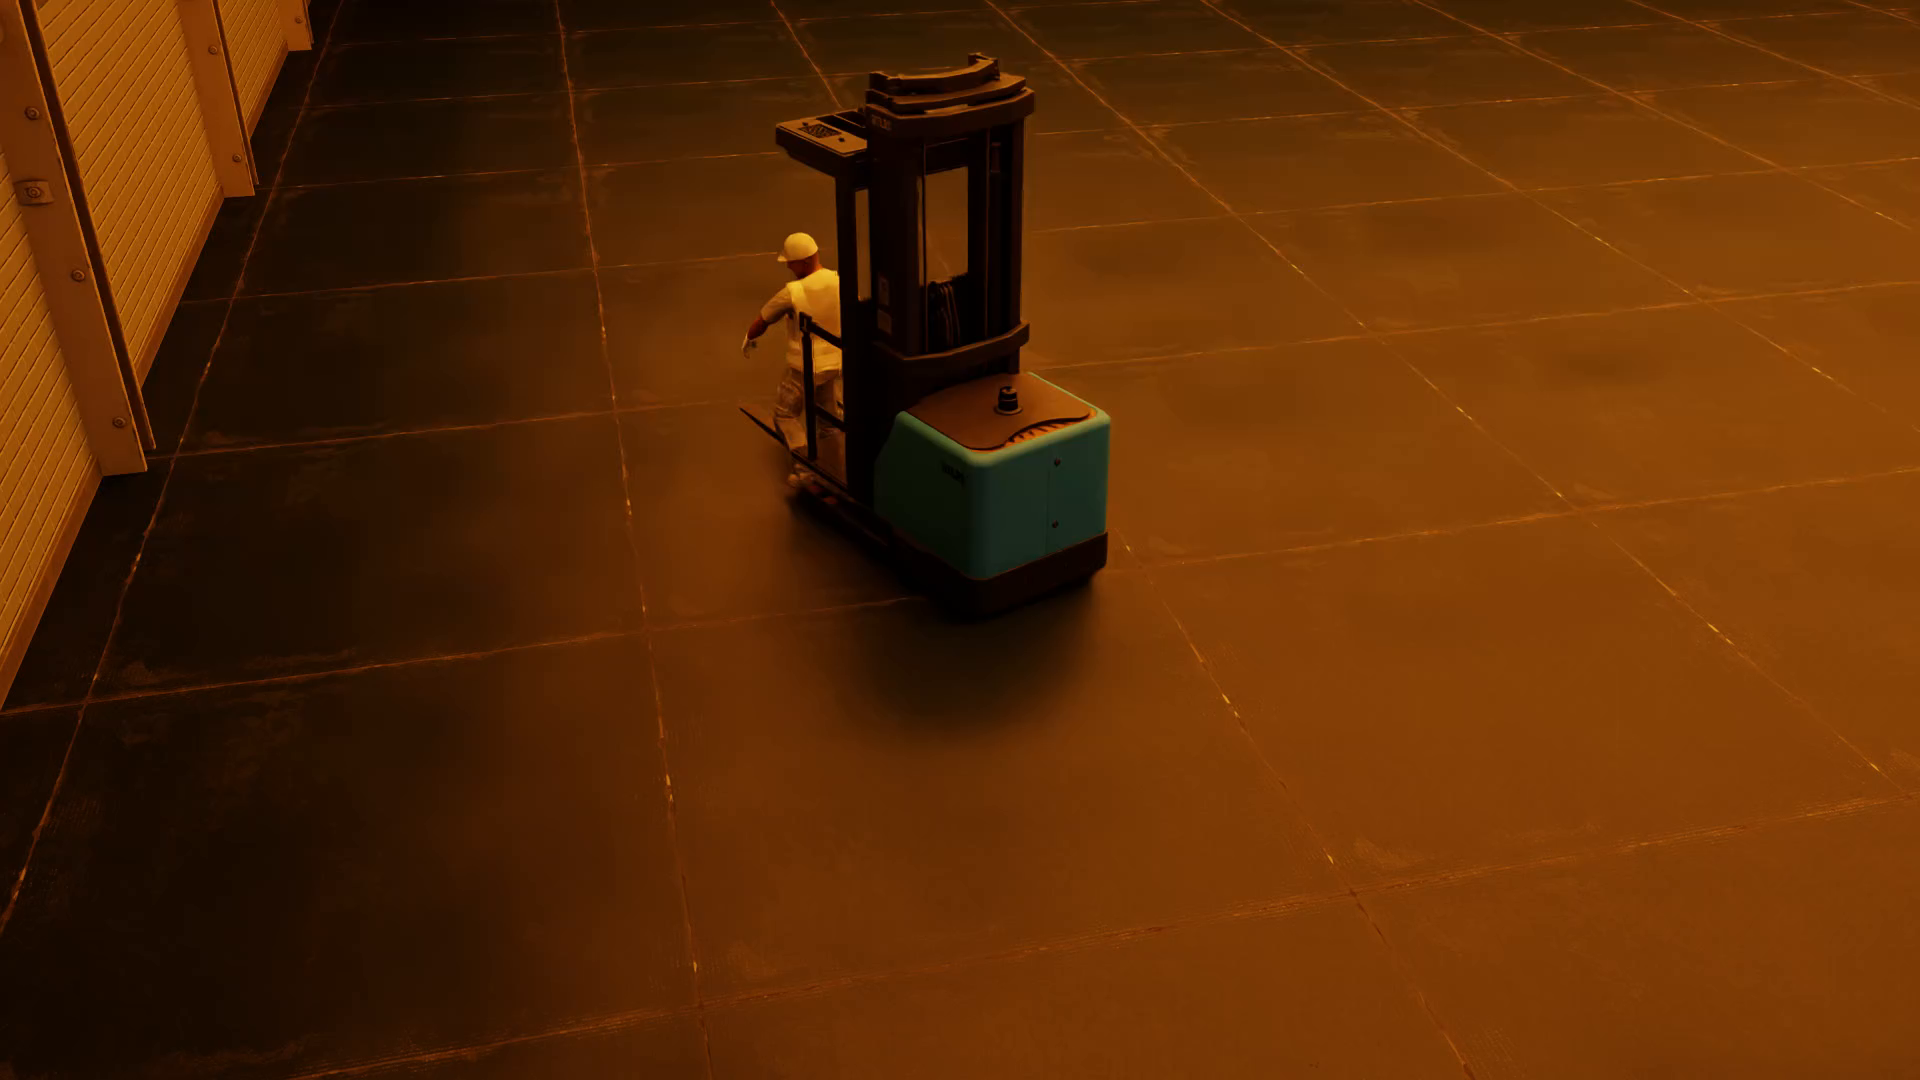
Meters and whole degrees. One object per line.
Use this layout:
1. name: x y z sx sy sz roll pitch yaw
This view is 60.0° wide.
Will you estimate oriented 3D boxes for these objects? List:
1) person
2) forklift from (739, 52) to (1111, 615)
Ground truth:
1. person: -0.958 -1.252 10.976 0.823 1.642 0.876 -23 37 -34
2. forklift: -0.390 -1.516 10.193 1.130 2.935 3.031 -20 36 -31
